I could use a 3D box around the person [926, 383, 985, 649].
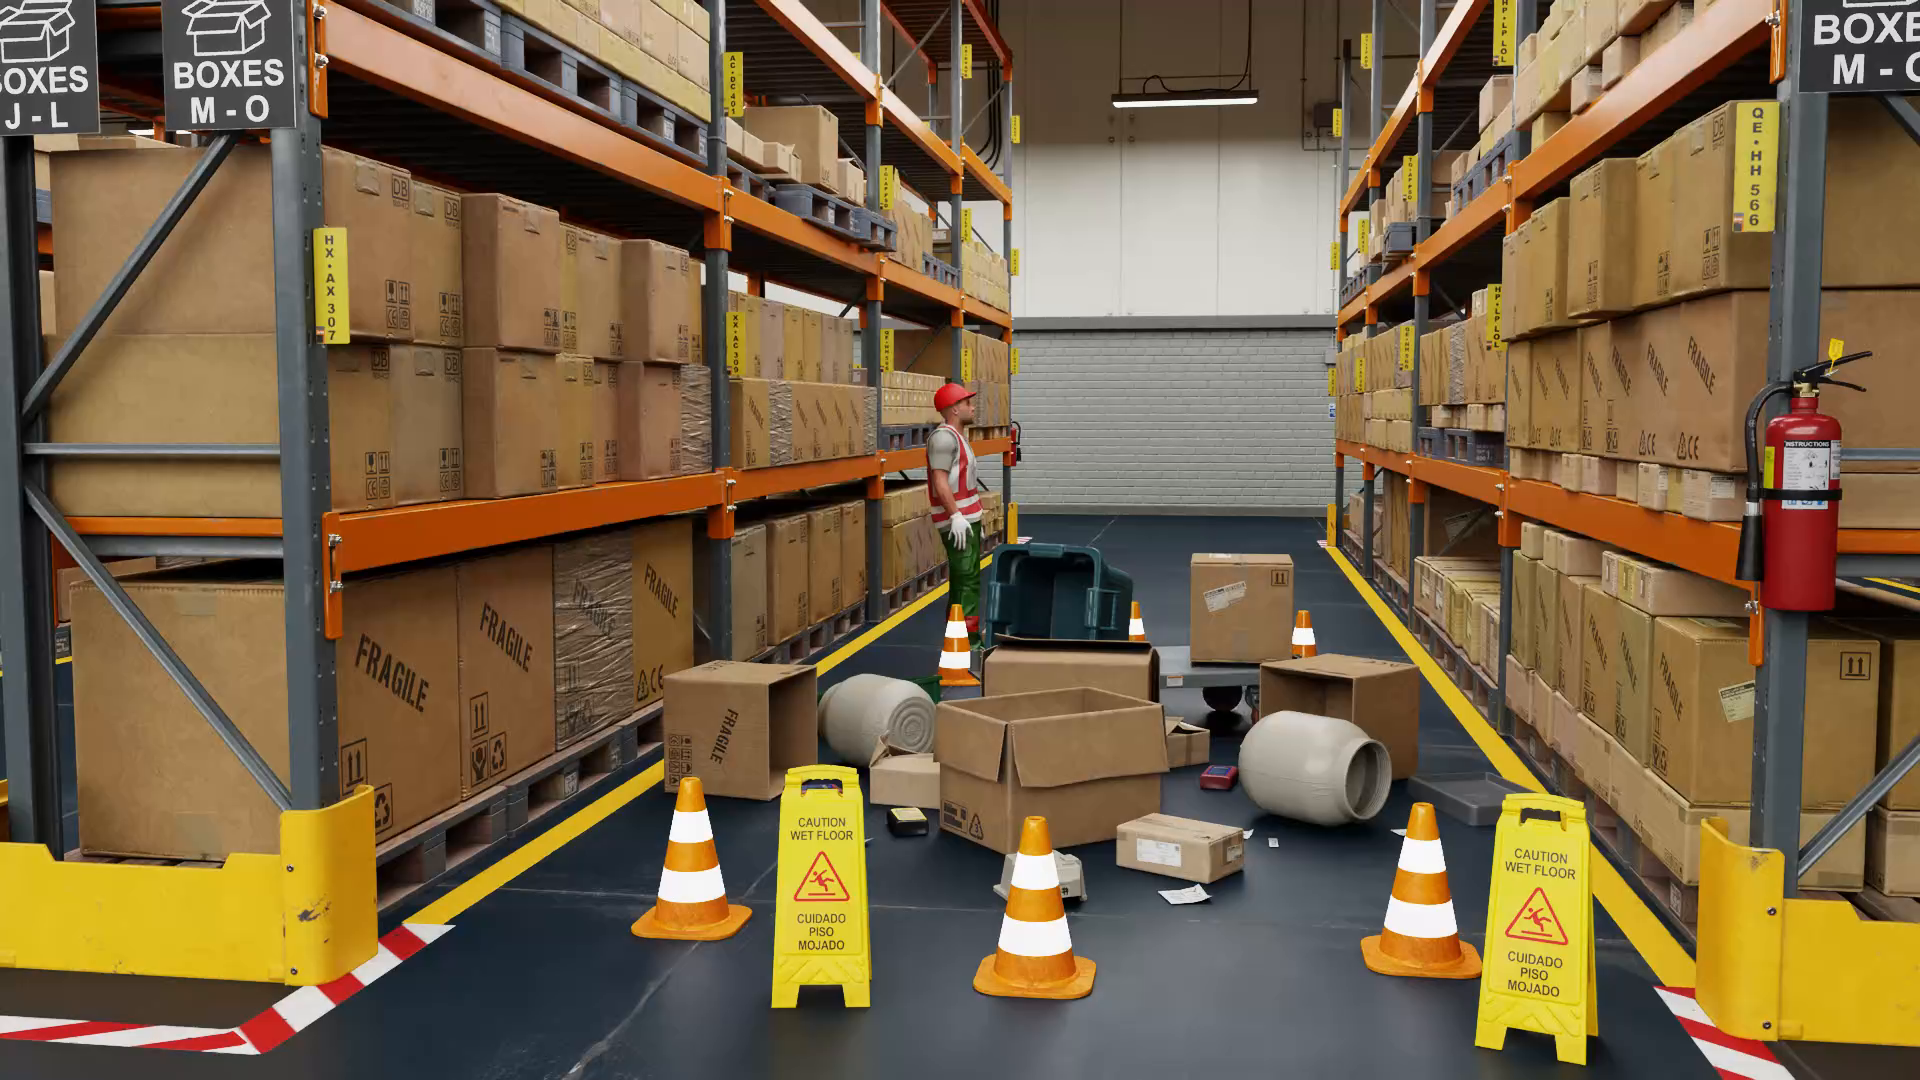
[{"bbox_3d":[0.077,-0.083,10.378,0.564,1.787,0.638,1,4,9],"label":"person"}]
